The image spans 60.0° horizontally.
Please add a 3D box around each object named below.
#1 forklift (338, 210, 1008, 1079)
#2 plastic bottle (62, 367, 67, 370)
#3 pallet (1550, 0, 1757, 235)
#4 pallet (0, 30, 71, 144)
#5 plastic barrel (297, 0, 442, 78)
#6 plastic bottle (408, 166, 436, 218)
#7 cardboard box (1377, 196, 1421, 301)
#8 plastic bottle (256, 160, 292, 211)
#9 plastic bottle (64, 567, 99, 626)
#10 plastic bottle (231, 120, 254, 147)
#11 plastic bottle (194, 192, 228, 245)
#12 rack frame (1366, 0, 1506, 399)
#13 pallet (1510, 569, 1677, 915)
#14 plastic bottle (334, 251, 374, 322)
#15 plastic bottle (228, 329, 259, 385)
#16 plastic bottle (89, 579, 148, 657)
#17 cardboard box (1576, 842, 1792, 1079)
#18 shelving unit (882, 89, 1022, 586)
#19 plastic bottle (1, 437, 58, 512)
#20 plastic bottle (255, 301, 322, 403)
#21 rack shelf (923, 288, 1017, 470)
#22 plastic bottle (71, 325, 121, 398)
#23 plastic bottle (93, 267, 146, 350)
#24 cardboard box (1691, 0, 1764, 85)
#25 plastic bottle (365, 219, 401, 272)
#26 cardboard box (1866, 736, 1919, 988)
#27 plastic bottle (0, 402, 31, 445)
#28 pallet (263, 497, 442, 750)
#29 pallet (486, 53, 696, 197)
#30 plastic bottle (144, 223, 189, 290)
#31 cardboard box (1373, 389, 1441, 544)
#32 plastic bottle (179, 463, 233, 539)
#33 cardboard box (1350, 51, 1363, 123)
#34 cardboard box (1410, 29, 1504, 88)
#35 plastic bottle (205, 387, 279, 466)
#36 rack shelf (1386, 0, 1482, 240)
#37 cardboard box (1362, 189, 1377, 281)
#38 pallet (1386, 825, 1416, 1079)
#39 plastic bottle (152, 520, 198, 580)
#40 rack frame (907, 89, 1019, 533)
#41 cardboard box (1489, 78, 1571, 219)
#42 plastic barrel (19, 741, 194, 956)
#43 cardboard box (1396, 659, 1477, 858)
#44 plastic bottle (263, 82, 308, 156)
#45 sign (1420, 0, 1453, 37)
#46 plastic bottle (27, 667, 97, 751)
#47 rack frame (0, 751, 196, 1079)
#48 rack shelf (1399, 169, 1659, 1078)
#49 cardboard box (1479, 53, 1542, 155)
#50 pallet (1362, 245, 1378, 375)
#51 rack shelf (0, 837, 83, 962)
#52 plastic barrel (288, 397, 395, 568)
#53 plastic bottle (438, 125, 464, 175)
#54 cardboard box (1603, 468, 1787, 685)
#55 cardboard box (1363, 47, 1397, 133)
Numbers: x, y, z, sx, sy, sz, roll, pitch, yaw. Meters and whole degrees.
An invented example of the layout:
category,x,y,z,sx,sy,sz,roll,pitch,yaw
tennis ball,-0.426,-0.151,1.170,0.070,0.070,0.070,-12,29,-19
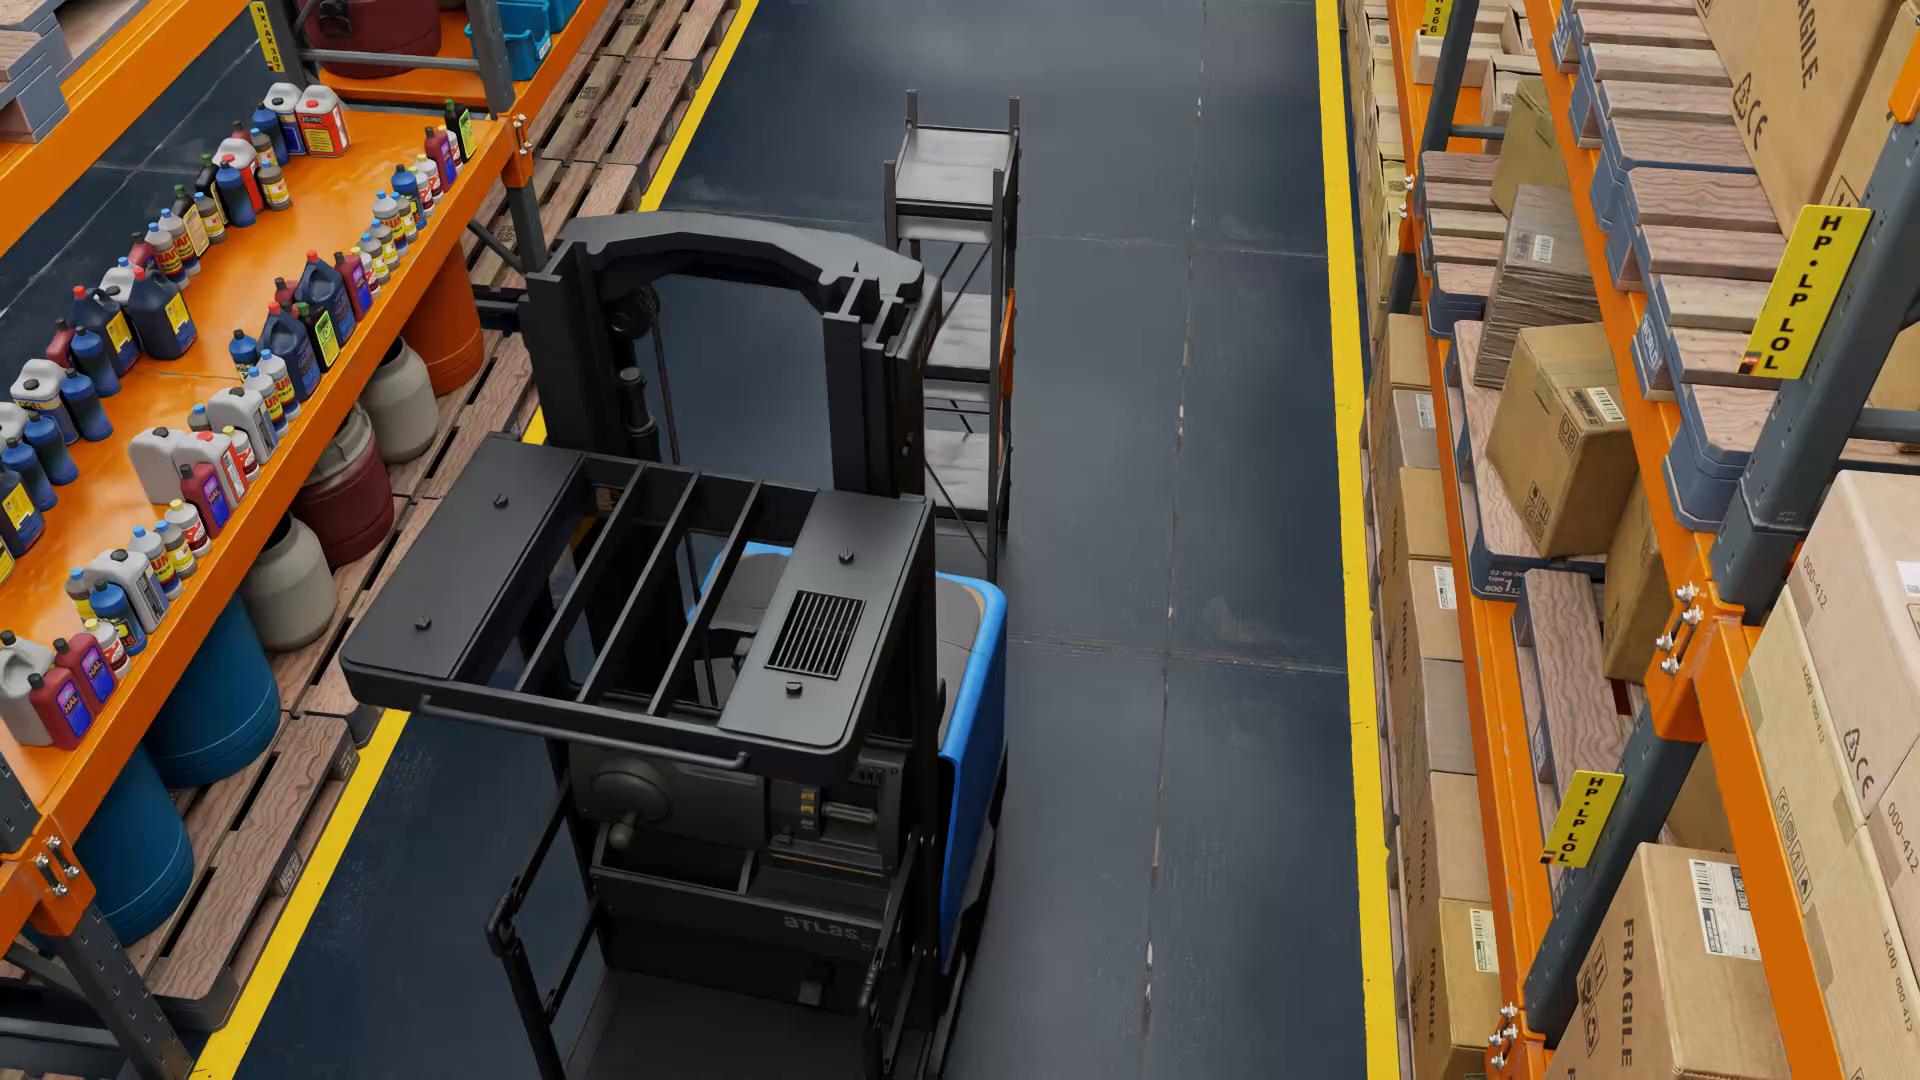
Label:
category,x,y,z,sx,sy,sz,roll,pitch,yaw
forklift,-0.652,0.773,4.324,1.130,2.935,3.031,9,44,9
plastic bottle,-3.130,-0.526,5.791,0.097,0.201,0.097,0,43,0
pallet,2.186,-1.089,4.196,1.213,0.211,1.003,5,44,6
pallet,-3.006,-0.940,4.039,1.213,0.211,1.003,5,44,6
plastic barrel,-2.723,-2.495,7.627,0.600,0.536,0.708,5,44,6
plastic bottle,-2.192,-1.415,6.729,0.097,0.201,0.097,0,43,0
cardboard box,2.250,-1.386,7.841,0.500,0.311,0.500,6,44,7
plastic bottle,-2.797,-1.451,6.767,0.097,0.201,0.097,0,43,0
plastic bottle,-2.652,0.167,5.059,0.097,0.201,0.097,0,43,0
plastic bottle,-2.951,-1.574,6.838,0.061,0.283,0.133,5,44,6
plastic bottle,-2.983,-1.282,6.589,0.097,0.201,0.097,0,43,0
rack frame,2.425,-1.649,6.833,1.000,3.000,0.127,5,44,6
pallet,2.110,0.612,4.584,1.003,0.211,1.213,5,44,6
plastic bottle,-2.266,-0.966,6.196,0.061,0.283,0.133,5,44,6
plastic bottle,-2.496,-0.622,5.841,0.097,0.271,0.097,0,43,0
plastic bottle,-2.514,0.222,4.950,0.097,0.271,0.097,0,43,0
cardboard box,1.555,0.973,3.263,0.500,0.500,0.500,6,44,7
shelving unit,-0.022,-0.650,6.431,0.431,2.100,0.503,5,44,6
plastic bottle,-3.041,-0.221,5.418,0.097,0.271,0.097,0,43,0
plastic bottle,-2.371,-0.669,5.833,0.144,0.351,0.185,5,44,6
rack shelf,-0.022,-0.640,6.440,0.431,0.518,0.480,5,44,6
plastic bottle,-3.052,-0.637,5.857,0.097,0.271,0.097,0,43,0
plastic bottle,-3.045,-0.847,6.075,0.152,0.276,0.135,5,44,6
cardboard box,2.209,-1.484,4.025,0.600,0.600,0.600,4,44,4
plastic bottle,-2.243,-1.150,6.449,0.097,0.201,0.097,0,43,0
cardboard box,1.521,0.510,2.116,0.500,0.250,0.500,5,44,6
plastic bottle,-3.149,-0.313,5.512,0.152,0.276,0.135,5,44,6
pallet,-2.711,0.281,6.822,1.003,0.211,1.213,5,44,6
pallet,-2.180,-2.443,9.699,1.003,0.211,1.213,5,44,6
plastic bottle,-3.027,-1.084,6.329,0.097,0.271,0.097,0,43,0
cardboard box,2.018,-0.260,6.863,0.500,0.500,0.500,4,44,4
plastic bottle,-2.425,-0.150,5.334,0.061,0.283,0.133,5,44,6
cardboard box,2.520,-2.576,9.505,0.500,0.250,0.500,4,44,4
cardboard box,2.270,-2.196,7.593,0.380,0.149,0.250,5,44,6
plastic bottle,-2.421,-0.401,5.604,0.152,0.276,0.135,5,44,6
rack shelf,2.689,-2.751,8.519,1.077,0.370,4.000,5,44,6
cardboard box,2.317,-1.536,8.407,0.500,0.250,0.500,5,44,5
pallet,1.966,1.531,5.501,1.003,0.211,1.213,5,44,6
plastic bottle,-2.471,0.023,5.211,0.097,0.201,0.097,0,43,0
rack frame,0.010,-0.816,6.607,0.400,2.100,0.015,5,44,6
cardboard box,2.453,-1.399,6.190,0.700,0.500,0.500,-8,44,-9
plastic barrel,-2.924,0.864,5.399,0.600,0.901,0.708,5,44,6
cardboard box,1.818,0.784,5.760,0.500,0.500,0.500,6,44,6
plastic bottle,-2.862,-1.792,7.073,0.152,0.276,0.135,5,44,6
sign,1.874,-2.118,6.485,0.100,0.325,0.005,5,44,6
plastic bottle,-2.542,0.455,4.695,0.061,0.283,0.133,5,44,6
rack frame,-3.013,0.624,4.432,1.000,3.000,0.127,5,44,6
rack shelf,2.161,-0.025,5.640,1.077,0.370,4.000,5,44,6
cardboard box,2.516,-1.861,7.121,0.500,0.311,0.500,8,44,8
pallet,2.572,-1.194,8.380,1.003,0.211,1.213,5,44,6
rack shelf,-3.278,2.248,3.239,1.077,0.370,4.000,5,44,6
plastic barrel,-2.682,-0.274,6.829,0.600,0.588,0.708,5,44,6
plastic bottle,-2.148,-1.639,6.966,0.097,0.201,0.097,0,43,0
cardboard box,2.209,0.111,4.595,0.700,0.500,0.500,12,45,12
cardboard box,2.450,-2.426,8.940,0.500,0.311,0.500,6,44,7
